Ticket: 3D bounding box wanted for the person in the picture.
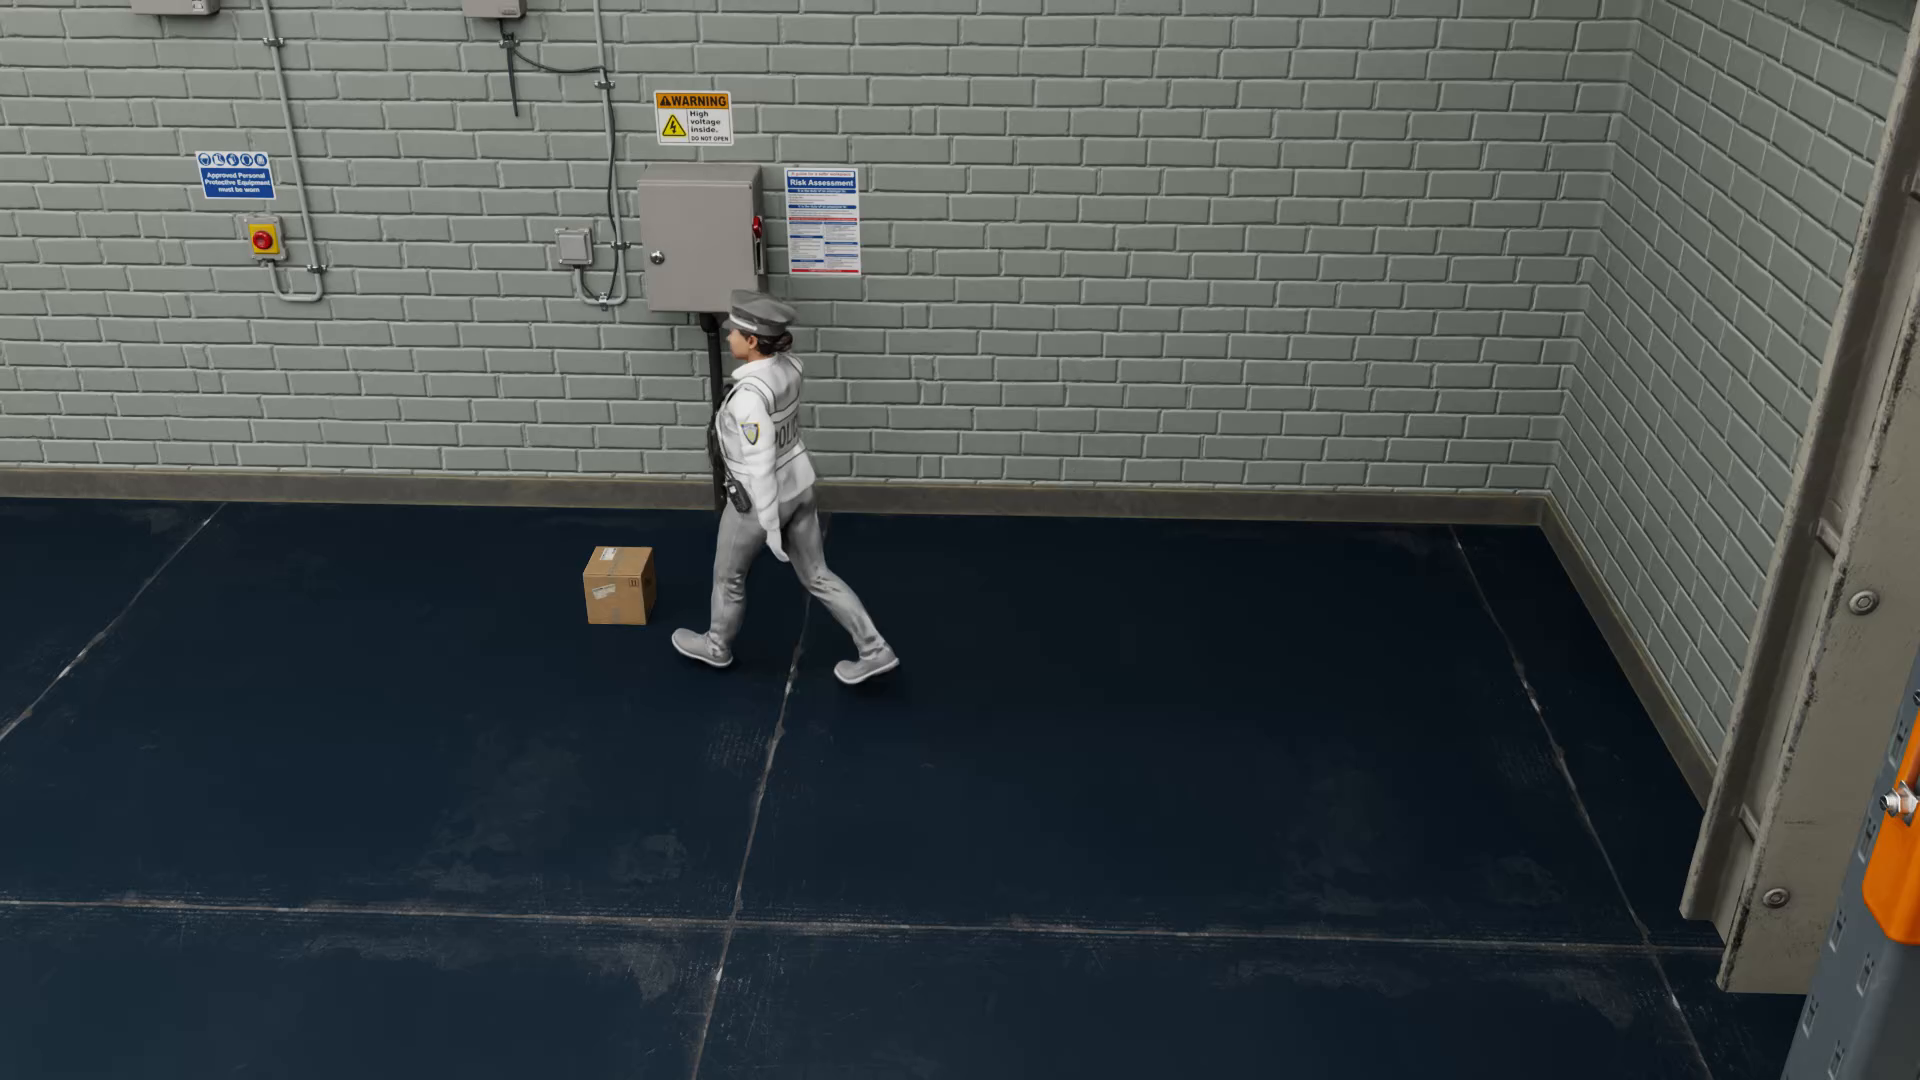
[{"bbox_3d":[-0.732,-0.069,6.485,1.005,1.402,0.471,14,31,24],"label":"person"}]
